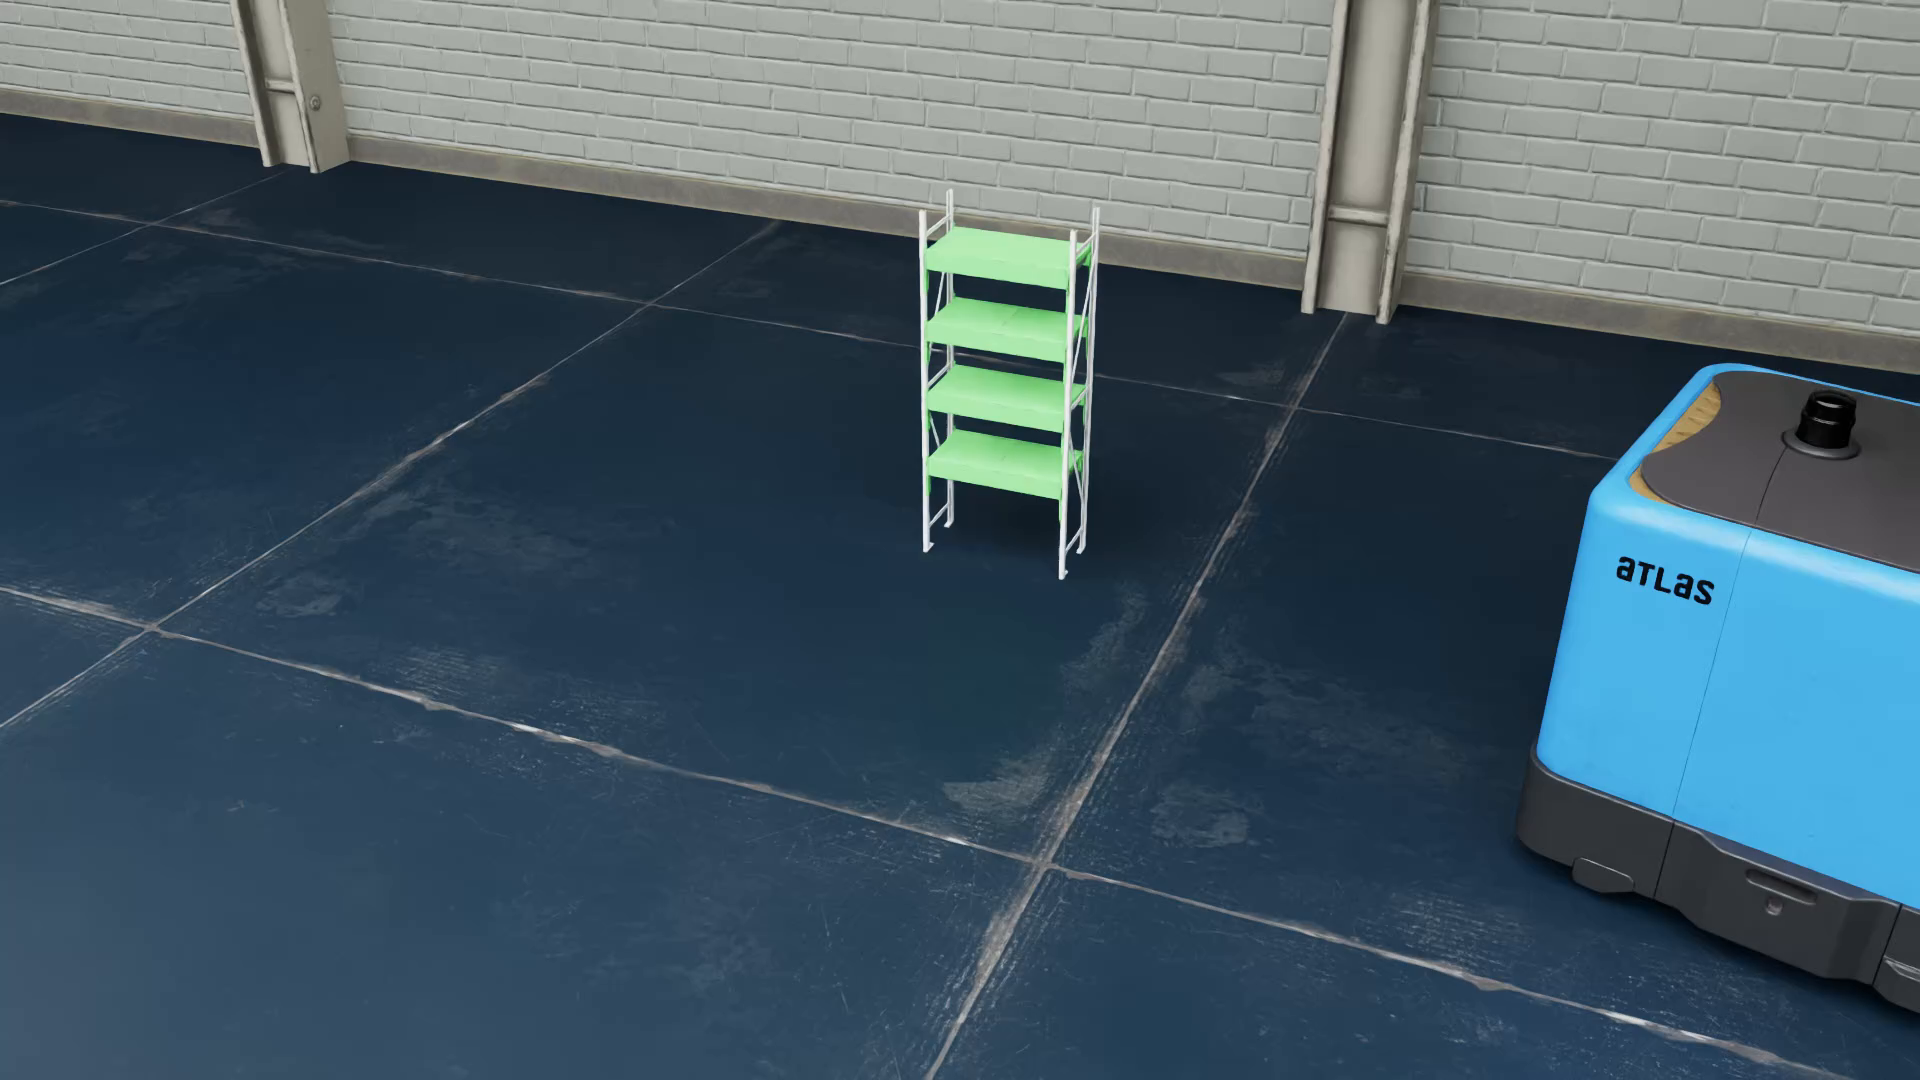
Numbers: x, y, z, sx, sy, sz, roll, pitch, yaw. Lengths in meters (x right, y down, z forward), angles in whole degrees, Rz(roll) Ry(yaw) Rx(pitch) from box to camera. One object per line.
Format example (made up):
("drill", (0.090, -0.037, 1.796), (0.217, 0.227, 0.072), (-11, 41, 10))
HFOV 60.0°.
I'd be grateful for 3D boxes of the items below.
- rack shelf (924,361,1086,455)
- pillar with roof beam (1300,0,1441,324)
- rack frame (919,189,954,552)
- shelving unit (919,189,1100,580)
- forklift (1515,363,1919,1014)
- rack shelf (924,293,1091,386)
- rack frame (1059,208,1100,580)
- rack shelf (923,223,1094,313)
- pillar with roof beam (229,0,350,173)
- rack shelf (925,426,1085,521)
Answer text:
("rack shelf", (0.153, -0.436, 5.432), (0.480, 0.148, 0.258), (11, 31, 19))
("pillar with roof beam", (0.176, -3.028, 1.963), (0.400, 9.000, 9.100), (11, 31, 19))
("rack frame", (-0.073, -0.537, 5.480), (0.015, 1.200, 0.240), (11, 31, 19))
("shelving unit", (0.153, -0.492, 5.401), (0.503, 1.200, 0.258), (11, 31, 19))
("forklift", (2.914, -0.210, 3.143), (3.031, 2.935, 1.130), (20, 35, 31))
("rack shelf", (0.153, -0.645, 5.314), (0.480, 0.148, 0.258), (11, 31, 19))
("rack frame", (0.379, -0.447, 5.321), (0.015, 1.200, 0.240), (11, 31, 19))
("rack shelf", (0.153, -0.854, 5.196), (0.480, 0.148, 0.258), (11, 31, 19))
("pillar with roof beam", (-5.384, -4.138, 3.926), (0.400, 9.000, 9.100), (11, 31, 19))
("rack shelf", (0.153, -0.227, 5.550), (0.480, 0.148, 0.258), (11, 31, 19))
